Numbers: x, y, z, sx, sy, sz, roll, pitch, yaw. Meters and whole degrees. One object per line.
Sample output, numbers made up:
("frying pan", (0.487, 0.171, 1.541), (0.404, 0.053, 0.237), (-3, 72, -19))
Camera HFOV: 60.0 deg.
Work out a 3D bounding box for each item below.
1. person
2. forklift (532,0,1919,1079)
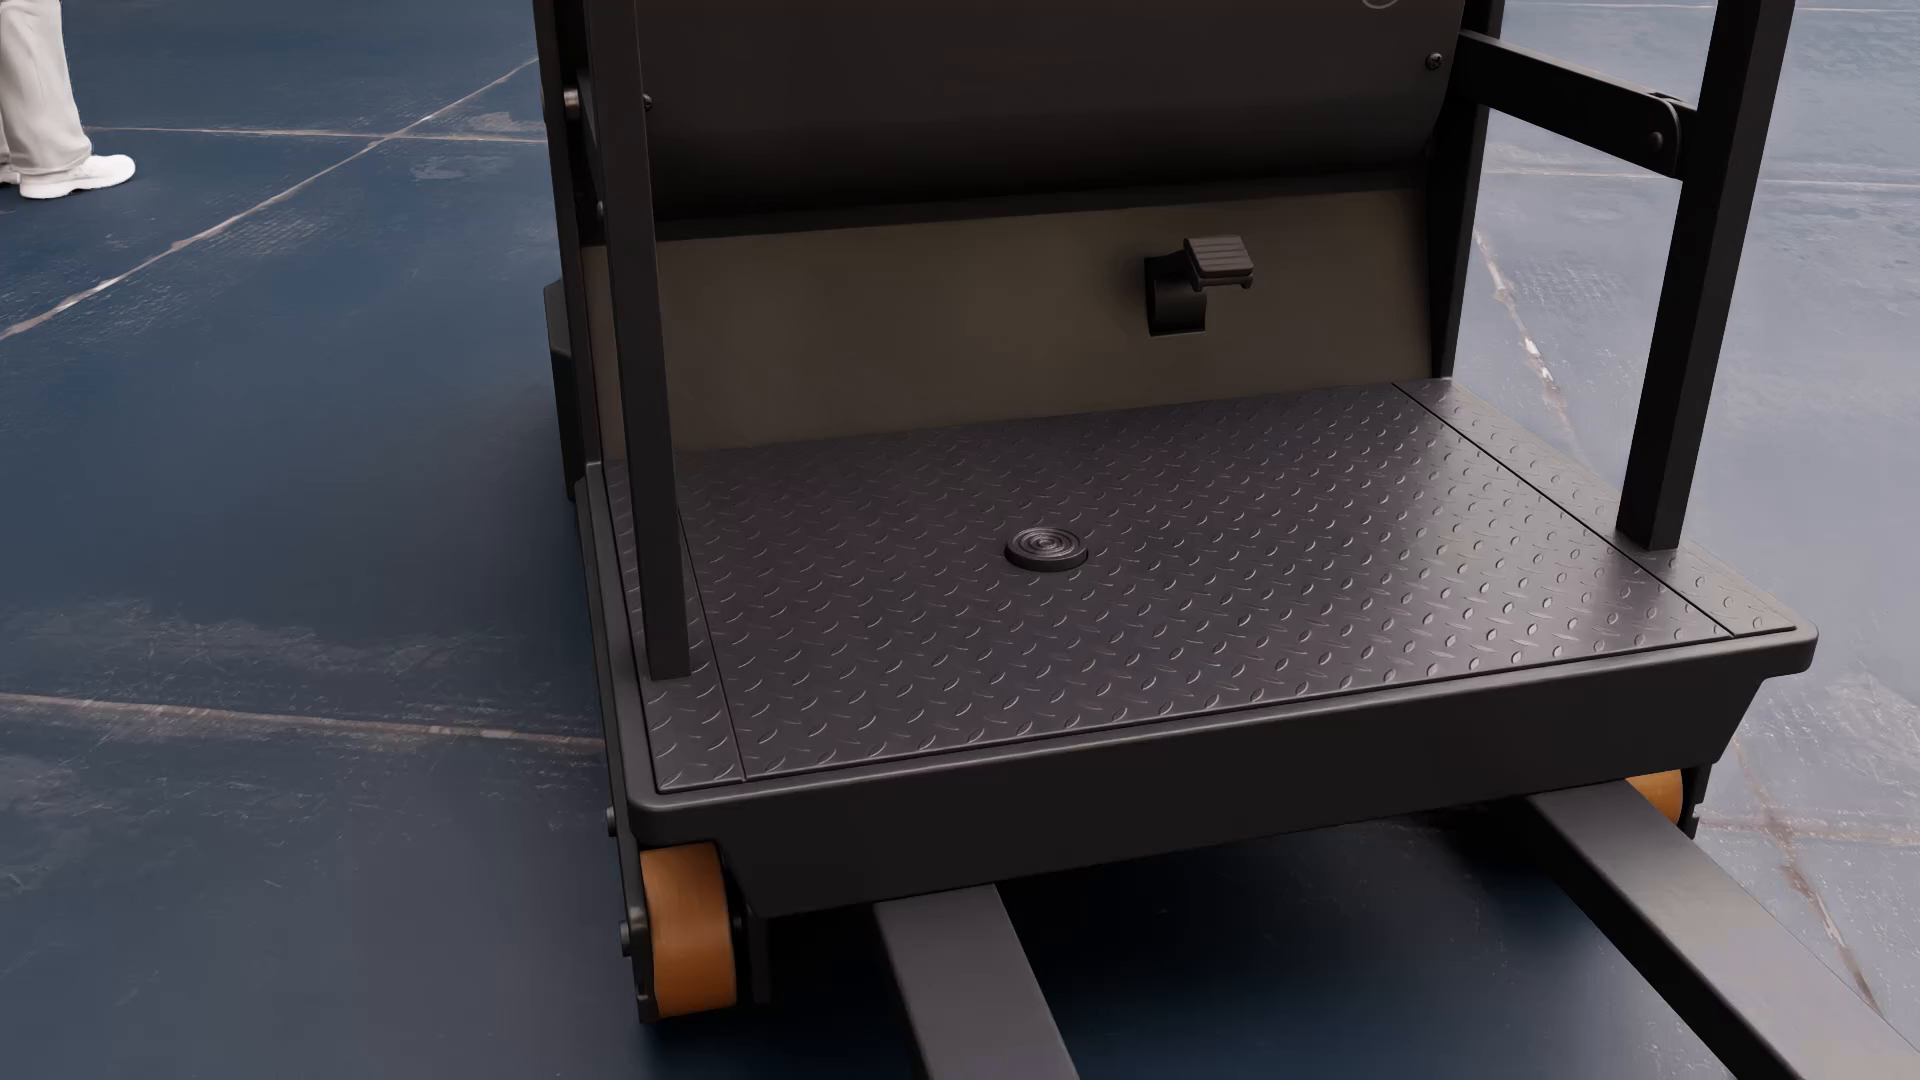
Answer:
("person", (-2.424, -1.675, 3.986), (0.543, 1.672, 0.405), (15, 30, 27))
("forklift", (0.153, -1.049, 1.319), (1.130, 2.935, 3.031), (-7, 27, -13))
